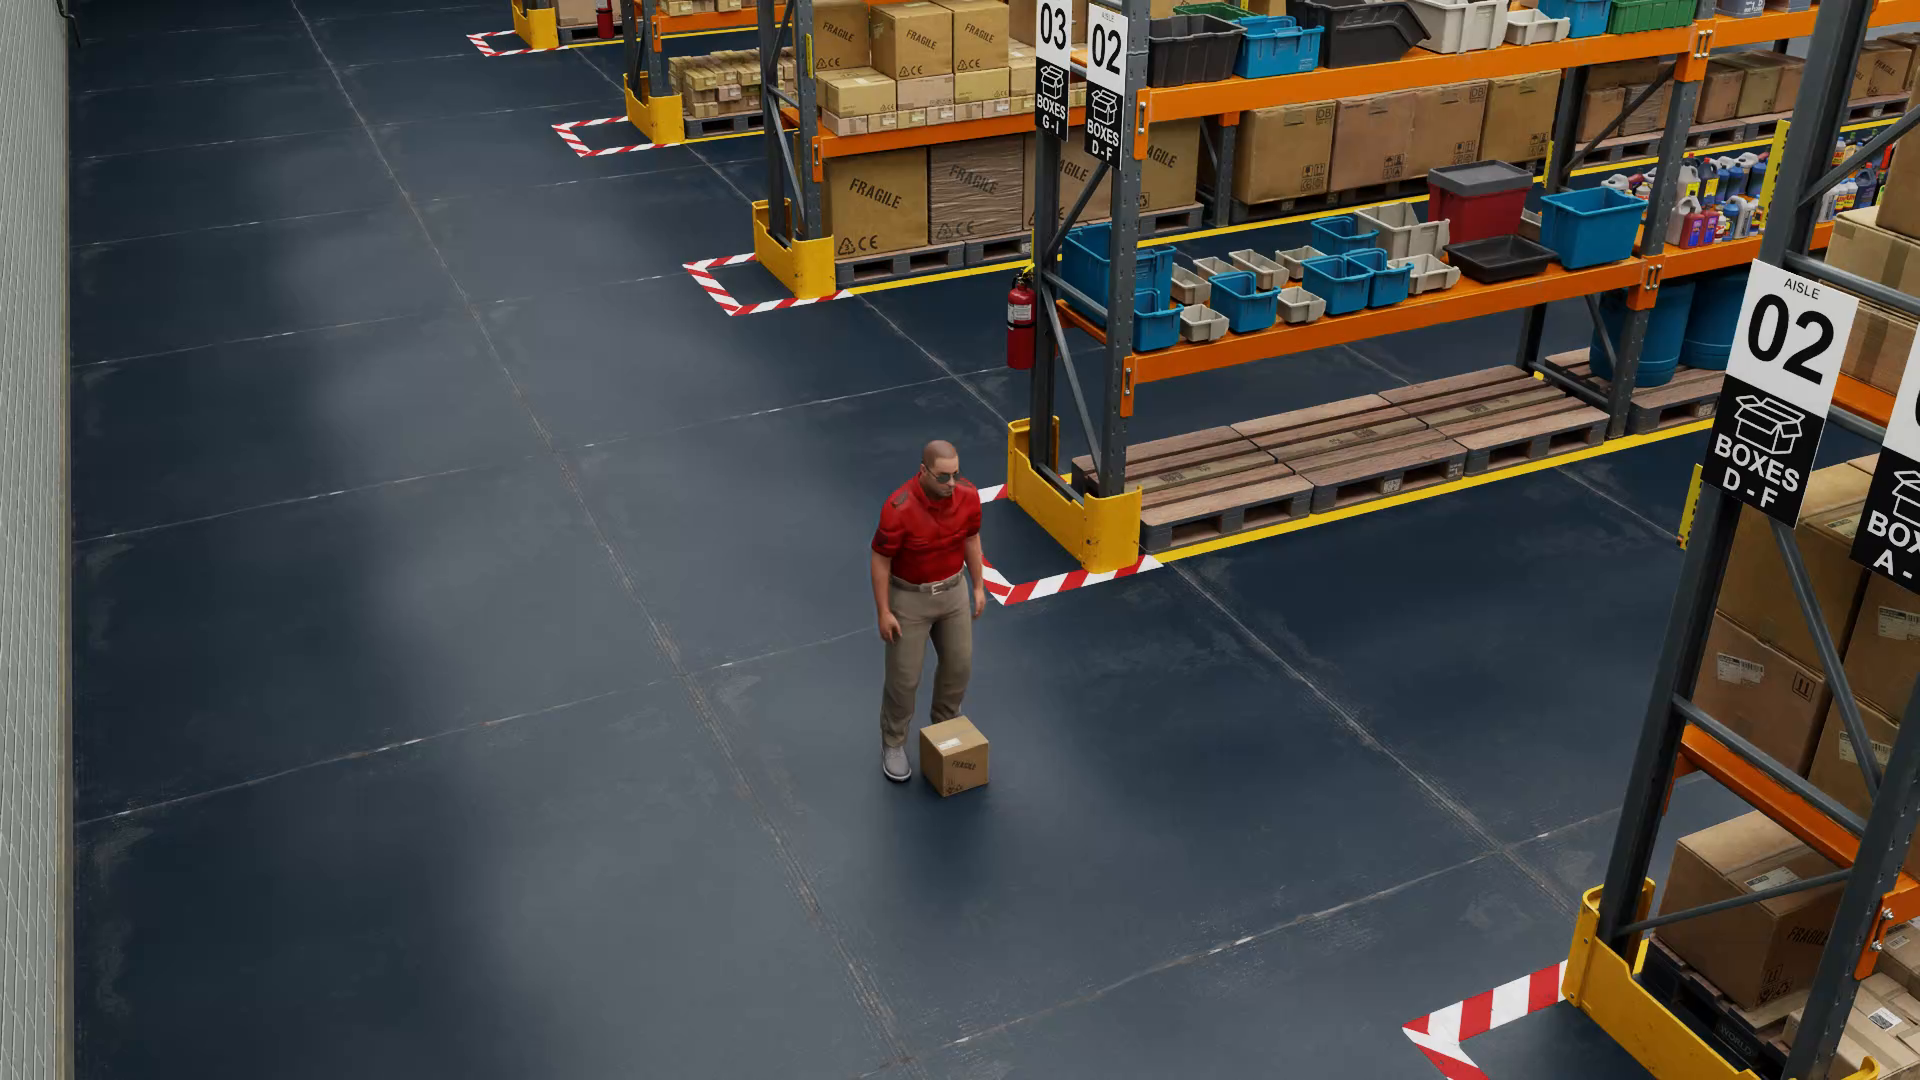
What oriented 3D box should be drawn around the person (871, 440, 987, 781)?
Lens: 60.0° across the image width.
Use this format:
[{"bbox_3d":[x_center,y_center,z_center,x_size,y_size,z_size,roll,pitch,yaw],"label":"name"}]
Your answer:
[{"bbox_3d":[-0.144,0.296,7.940,0.606,1.726,0.393,-15,33,-25],"label":"person"}]
